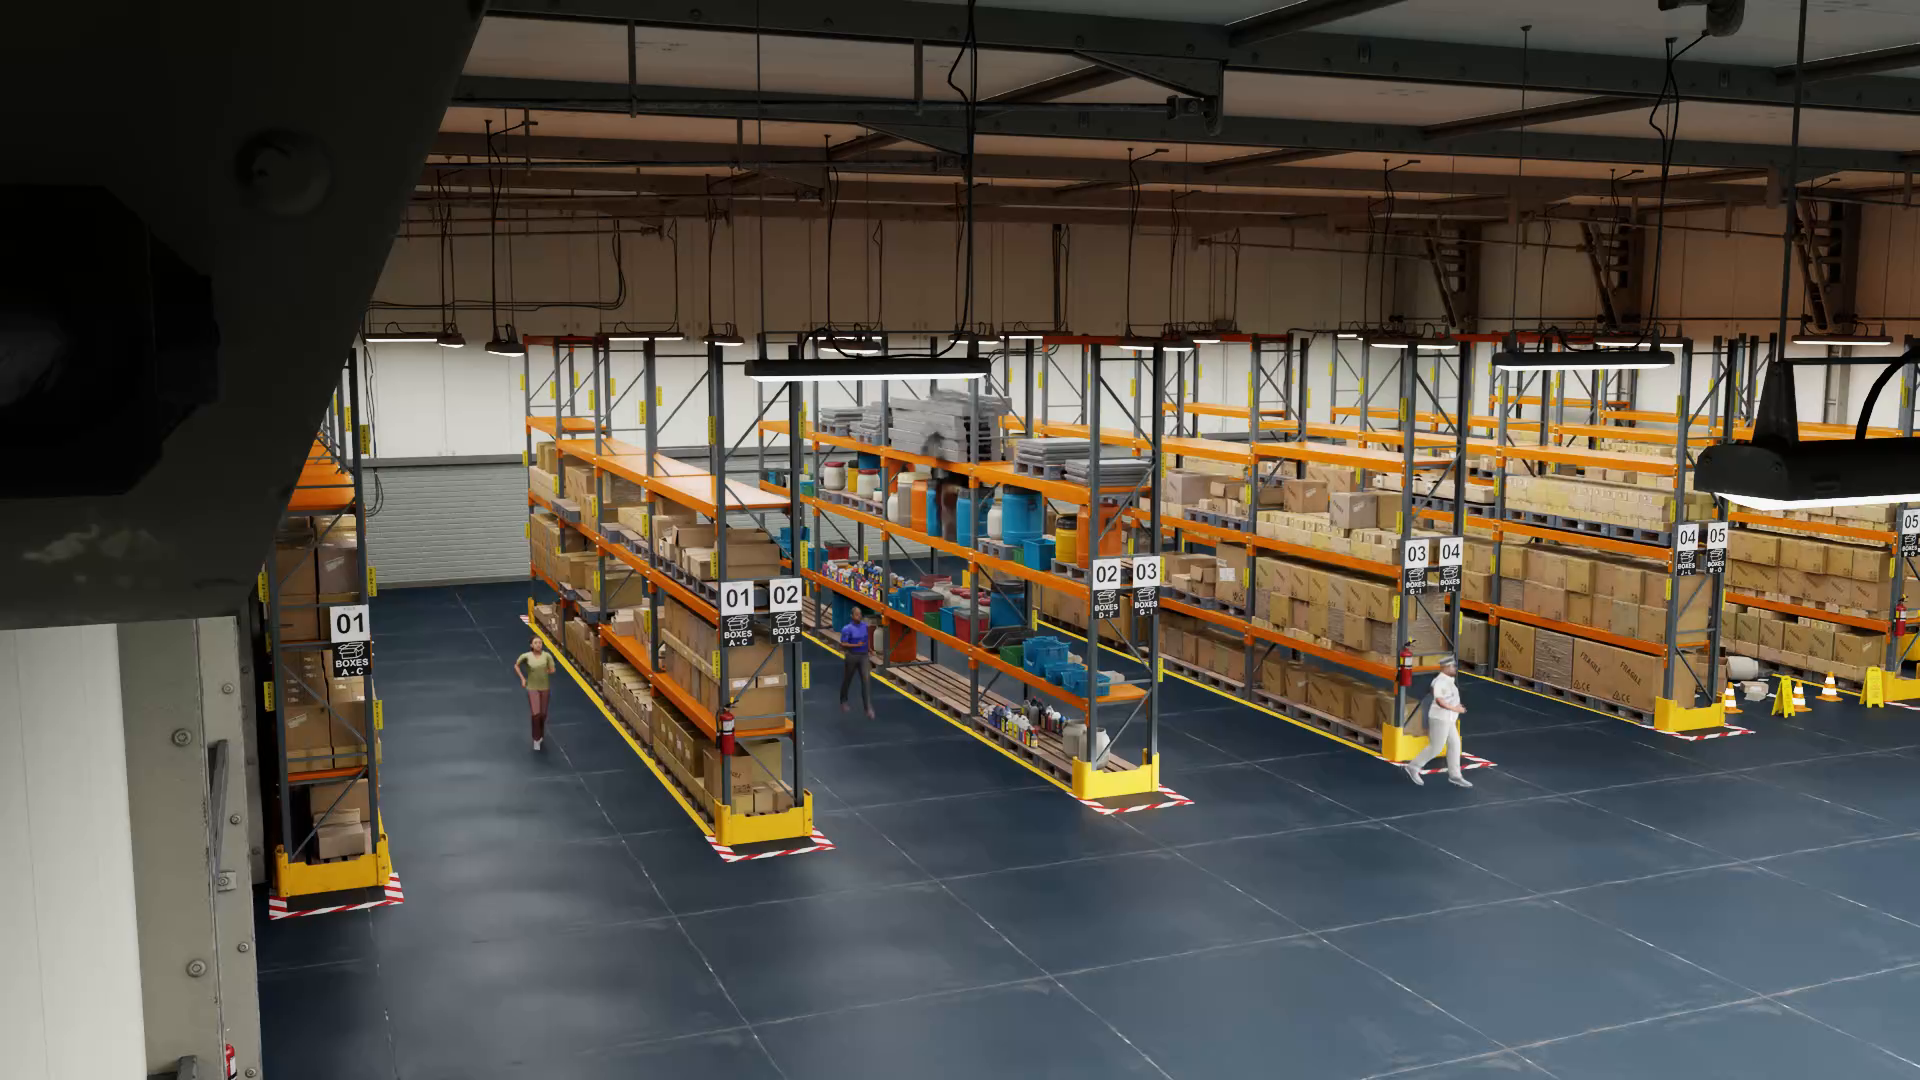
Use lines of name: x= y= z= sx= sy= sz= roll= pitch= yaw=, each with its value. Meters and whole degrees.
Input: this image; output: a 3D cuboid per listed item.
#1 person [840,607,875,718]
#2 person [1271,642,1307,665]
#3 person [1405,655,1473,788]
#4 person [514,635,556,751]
person: x=-1.565 y=1.862 z=25.444 sx=0.575 sy=1.693 sz=0.889 roll=-4 pitch=9 yaw=-28
person: x=6.097 y=1.437 z=30.569 sx=0.625 sy=1.740 sz=0.882 roll=-4 pitch=8 yaw=-25
person: x=6.555 y=2.443 z=22.647 sx=0.898 sy=1.788 sz=0.722 roll=3 pitch=8 yaw=19
person: x=-6.241 y=2.246 z=24.589 sx=0.559 sy=1.706 sz=0.662 roll=-4 pitch=9 yaw=-29
